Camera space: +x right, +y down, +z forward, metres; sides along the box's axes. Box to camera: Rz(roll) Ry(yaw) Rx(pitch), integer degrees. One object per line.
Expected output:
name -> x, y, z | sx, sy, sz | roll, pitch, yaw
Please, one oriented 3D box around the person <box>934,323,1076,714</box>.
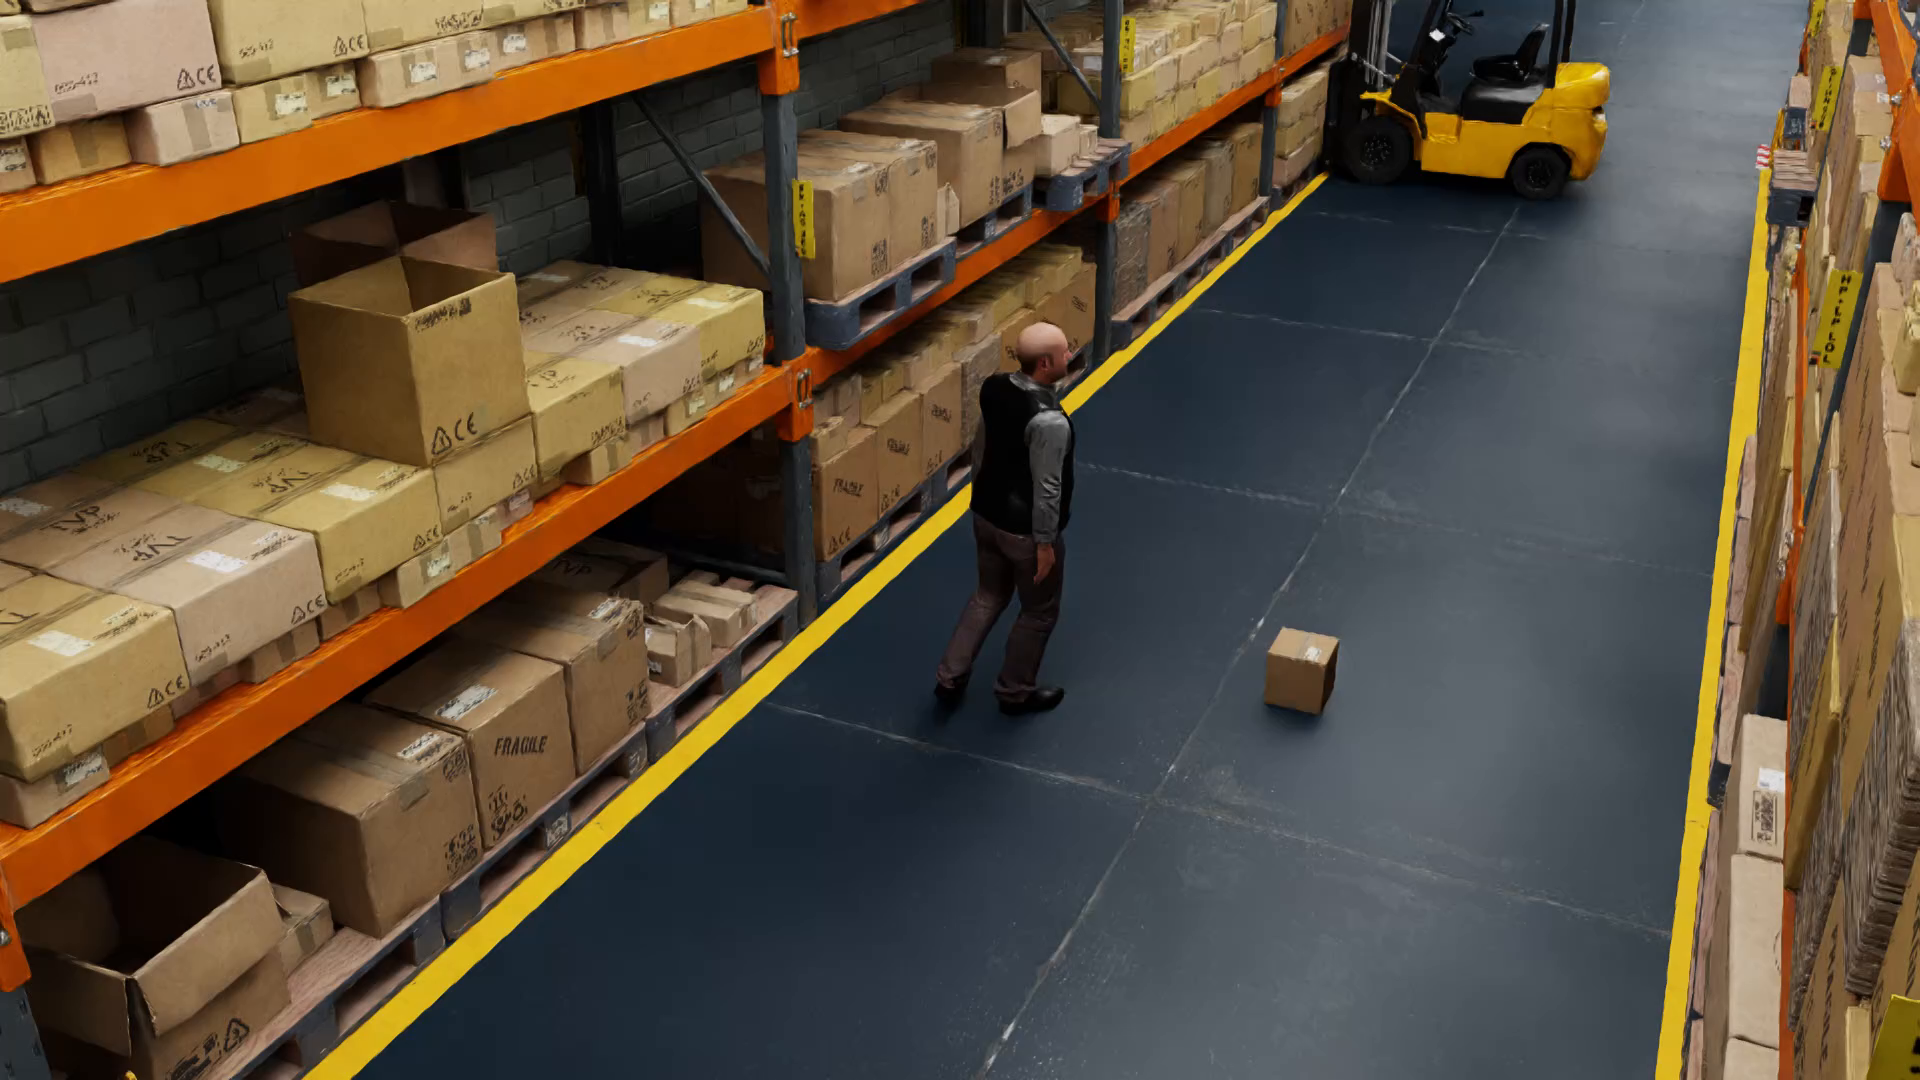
person -> 0.185, -0.050, 6.746 | 0.543, 1.712, 0.569 | -16, 30, -29
